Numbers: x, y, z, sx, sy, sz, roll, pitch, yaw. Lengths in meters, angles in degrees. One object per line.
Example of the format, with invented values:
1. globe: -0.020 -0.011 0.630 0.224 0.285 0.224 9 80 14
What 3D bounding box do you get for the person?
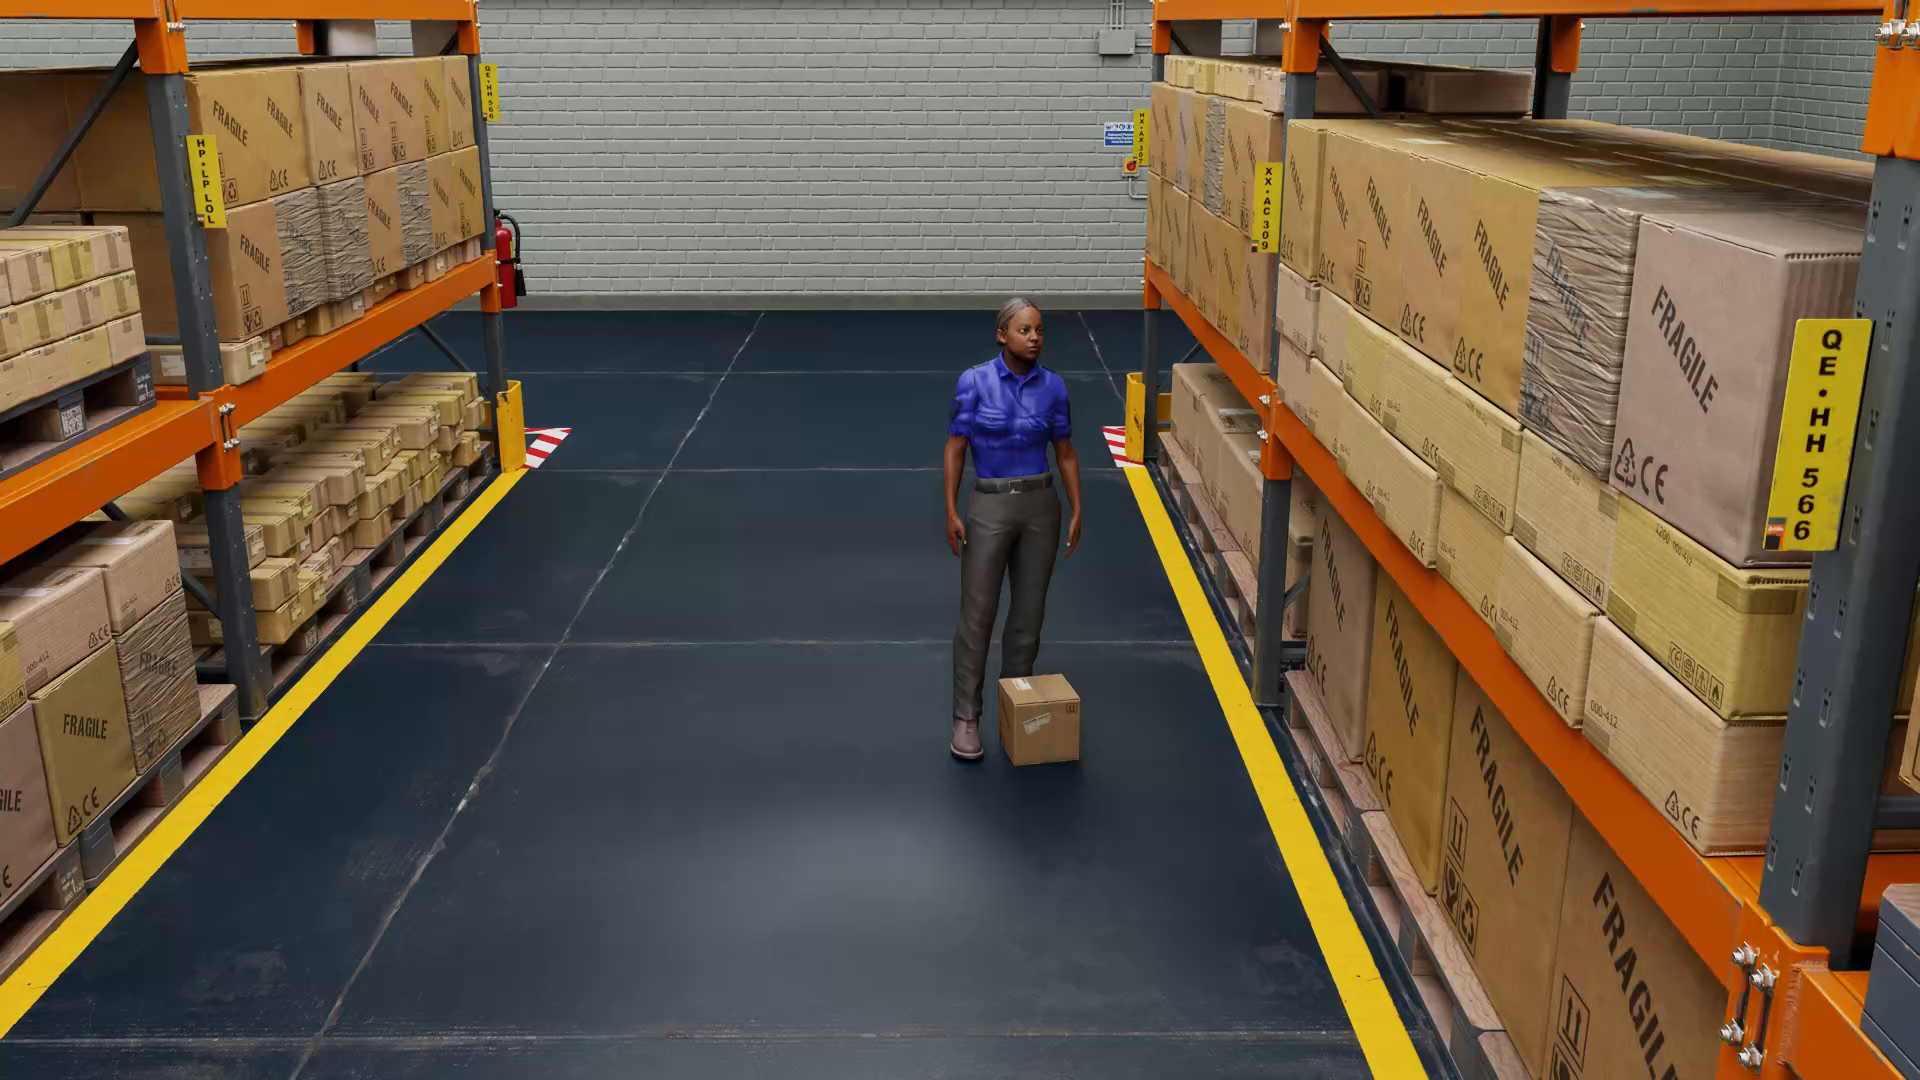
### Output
1. person: 0.203 -0.055 6.205 0.570 1.654 0.503 -4 18 -14
